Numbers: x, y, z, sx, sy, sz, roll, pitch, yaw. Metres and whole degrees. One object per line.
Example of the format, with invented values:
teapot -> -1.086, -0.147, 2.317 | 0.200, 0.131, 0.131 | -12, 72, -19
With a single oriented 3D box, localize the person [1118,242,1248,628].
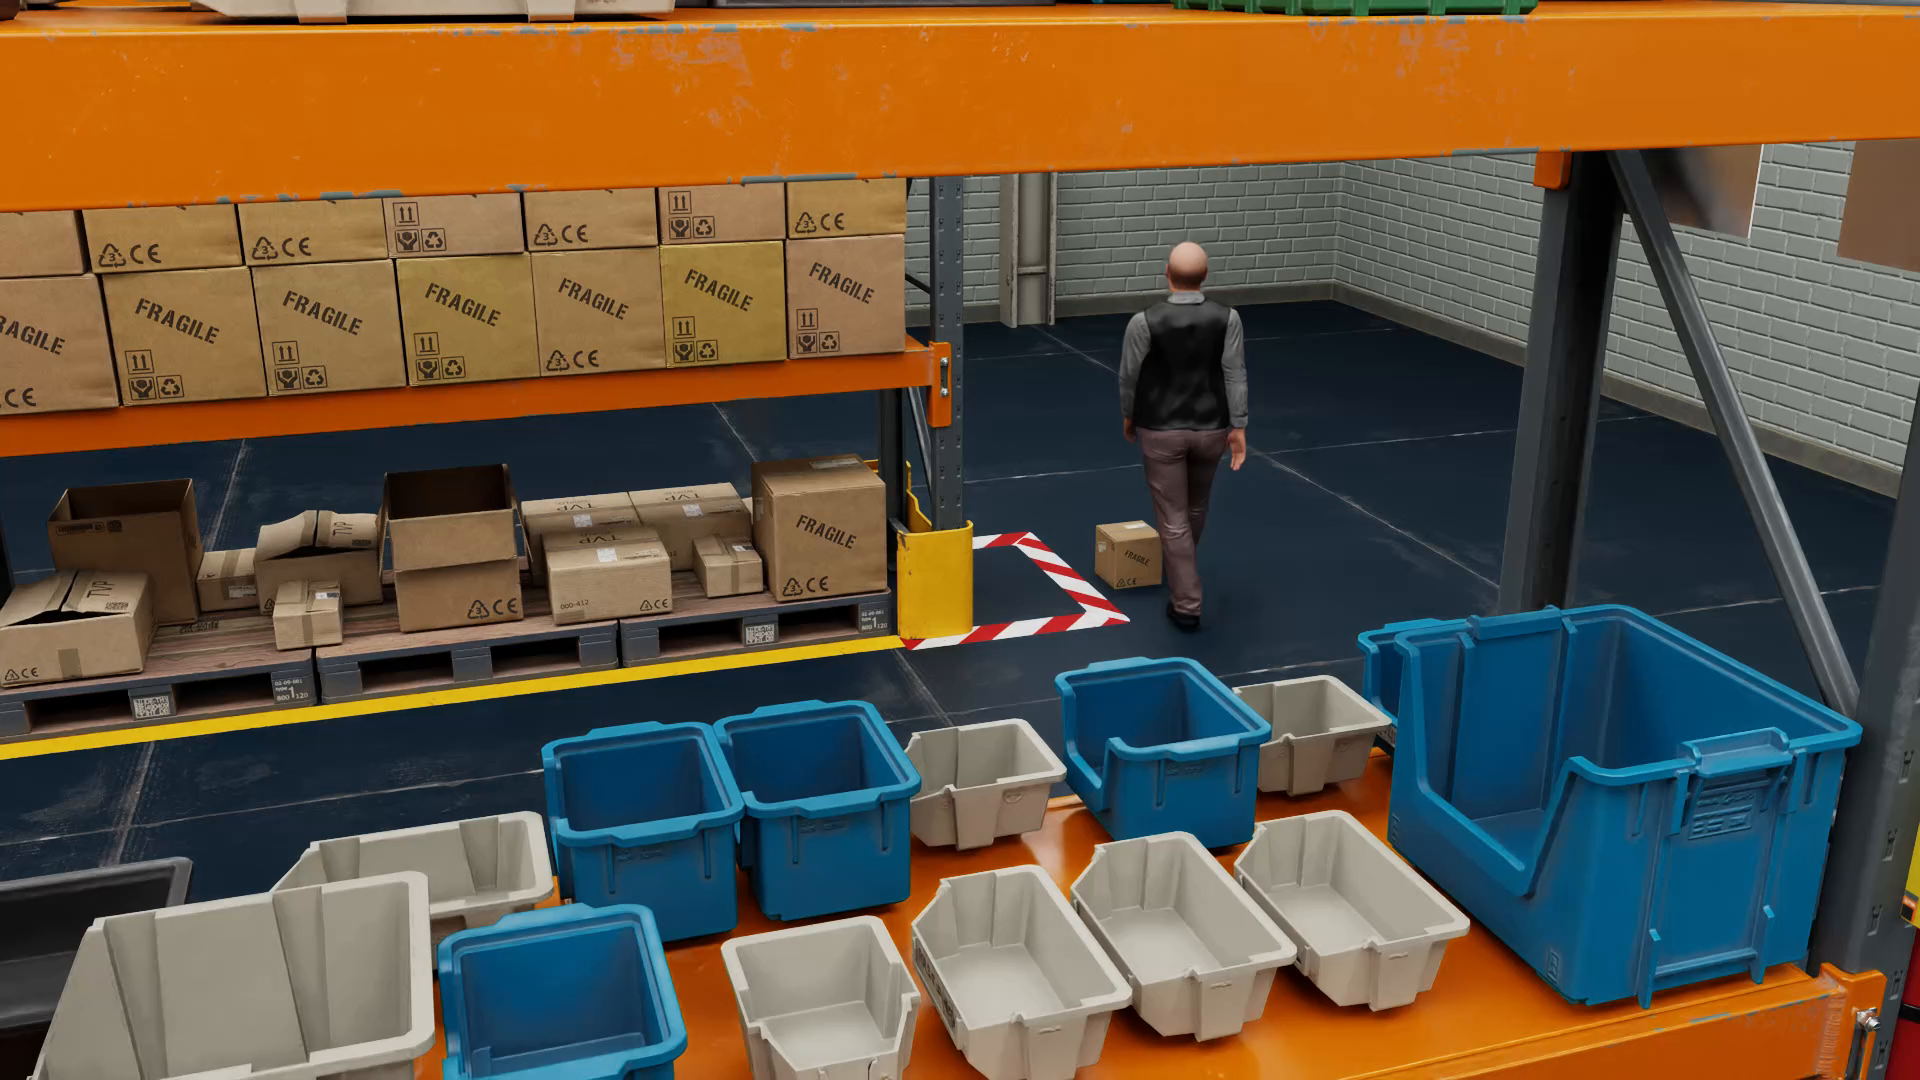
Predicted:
person -> 0.960, -0.532, 7.593 | 0.551, 1.692, 0.901 | -4, 19, -11
